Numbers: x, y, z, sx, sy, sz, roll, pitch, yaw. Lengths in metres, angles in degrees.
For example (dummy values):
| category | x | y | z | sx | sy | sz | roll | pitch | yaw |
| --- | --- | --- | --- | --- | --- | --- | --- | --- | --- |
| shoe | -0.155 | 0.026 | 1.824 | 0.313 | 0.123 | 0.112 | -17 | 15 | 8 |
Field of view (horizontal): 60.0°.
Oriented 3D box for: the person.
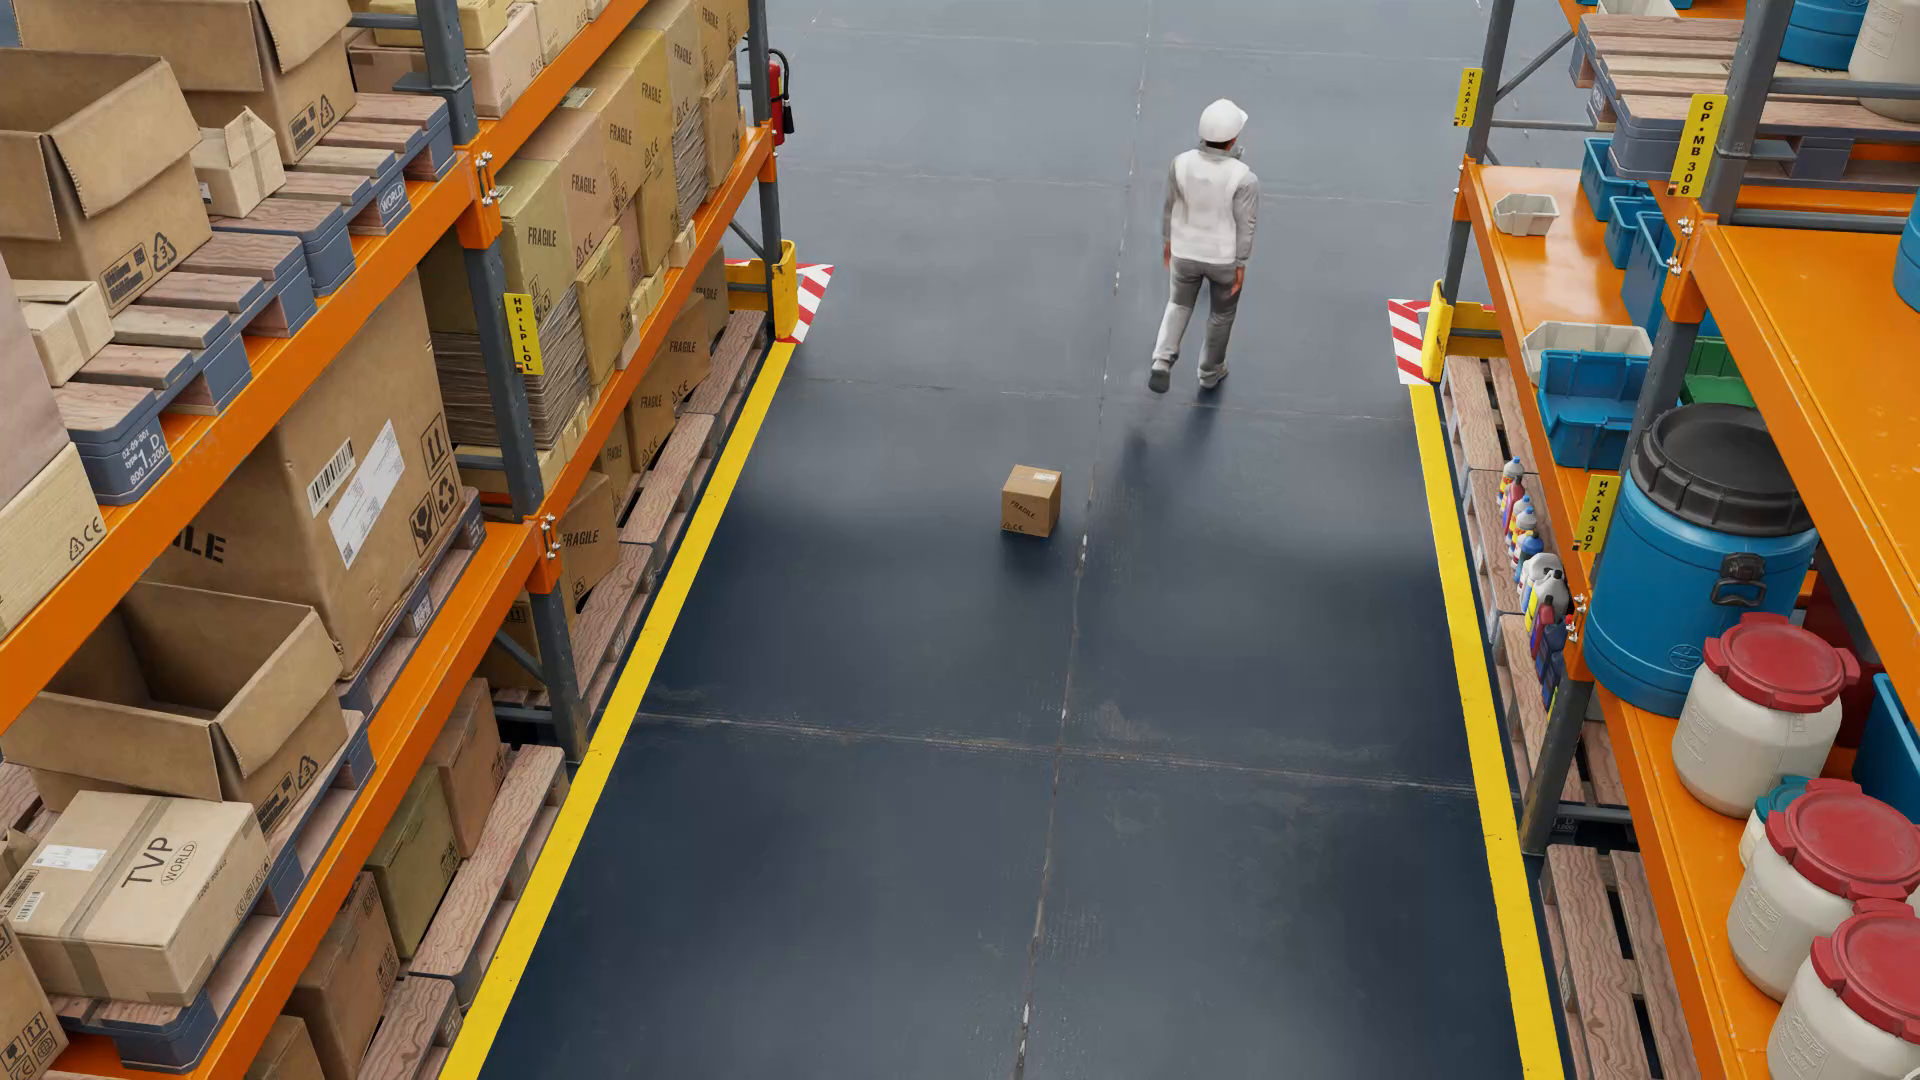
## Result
| category | x | y | z | sx | sy | sz | roll | pitch | yaw |
| --- | --- | --- | --- | --- | --- | --- | --- | --- | --- |
| person | 1.356 | -1.580 | 9.168 | 0.534 | 1.755 | 0.704 | 16 | 39 | 21 |
